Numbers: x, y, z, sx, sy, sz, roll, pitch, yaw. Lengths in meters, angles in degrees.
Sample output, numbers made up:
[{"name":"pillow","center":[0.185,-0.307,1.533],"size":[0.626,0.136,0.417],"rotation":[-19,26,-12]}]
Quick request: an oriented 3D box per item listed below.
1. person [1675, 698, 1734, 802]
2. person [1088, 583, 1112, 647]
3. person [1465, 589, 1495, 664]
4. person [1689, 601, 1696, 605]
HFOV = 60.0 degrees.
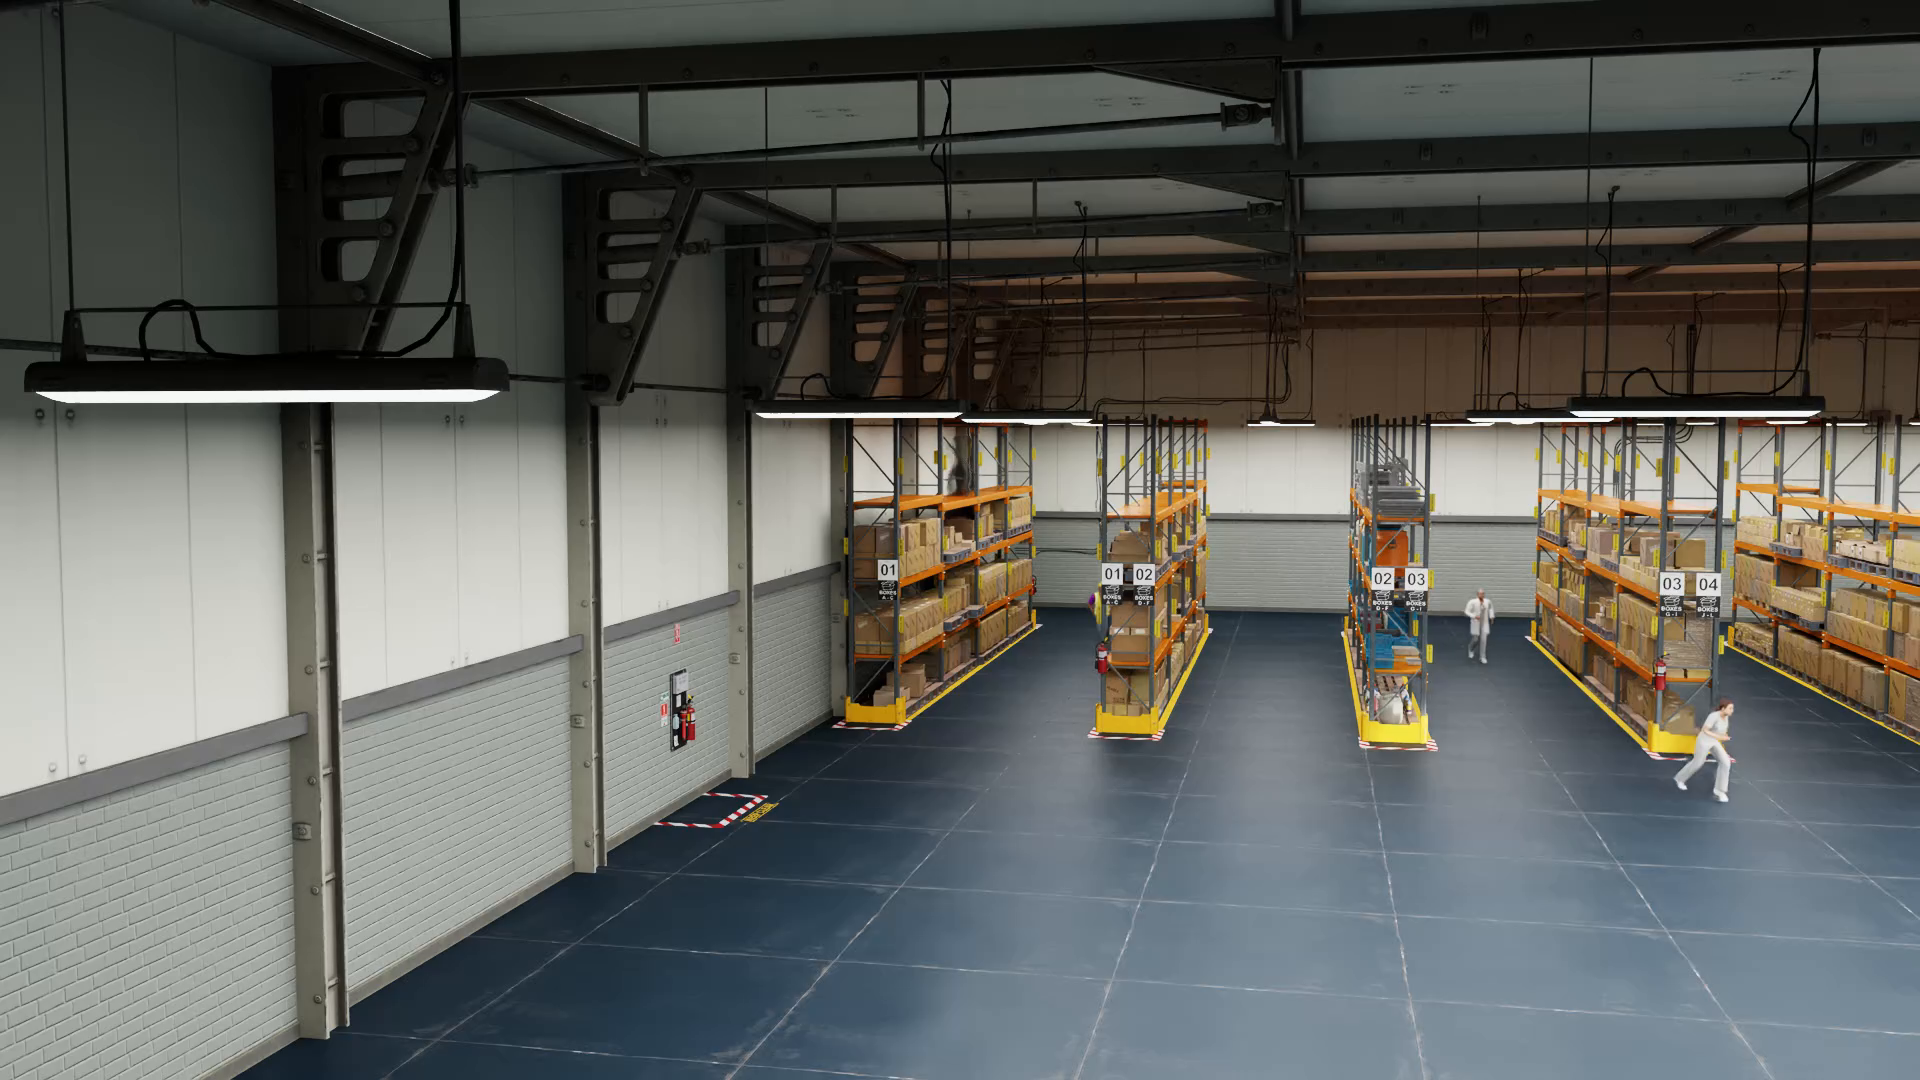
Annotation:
[{"name":"person","center":[11.604,3.228,25.916],"size":[0.606,1.625,0.947],"rotation":[-3,5,-34]},{"name":"person","center":[3.677,1.968,43.382],"size":[0.688,1.724,0.575],"rotation":[1,4,9]},{"name":"person","center":[12.818,2.103,41.028],"size":[0.733,1.791,0.925],"rotation":[0,4,0]},{"name":"person","center":[19.228,2.007,43.576],"size":[0.629,1.680,0.677],"rotation":[1,4,16]}]
